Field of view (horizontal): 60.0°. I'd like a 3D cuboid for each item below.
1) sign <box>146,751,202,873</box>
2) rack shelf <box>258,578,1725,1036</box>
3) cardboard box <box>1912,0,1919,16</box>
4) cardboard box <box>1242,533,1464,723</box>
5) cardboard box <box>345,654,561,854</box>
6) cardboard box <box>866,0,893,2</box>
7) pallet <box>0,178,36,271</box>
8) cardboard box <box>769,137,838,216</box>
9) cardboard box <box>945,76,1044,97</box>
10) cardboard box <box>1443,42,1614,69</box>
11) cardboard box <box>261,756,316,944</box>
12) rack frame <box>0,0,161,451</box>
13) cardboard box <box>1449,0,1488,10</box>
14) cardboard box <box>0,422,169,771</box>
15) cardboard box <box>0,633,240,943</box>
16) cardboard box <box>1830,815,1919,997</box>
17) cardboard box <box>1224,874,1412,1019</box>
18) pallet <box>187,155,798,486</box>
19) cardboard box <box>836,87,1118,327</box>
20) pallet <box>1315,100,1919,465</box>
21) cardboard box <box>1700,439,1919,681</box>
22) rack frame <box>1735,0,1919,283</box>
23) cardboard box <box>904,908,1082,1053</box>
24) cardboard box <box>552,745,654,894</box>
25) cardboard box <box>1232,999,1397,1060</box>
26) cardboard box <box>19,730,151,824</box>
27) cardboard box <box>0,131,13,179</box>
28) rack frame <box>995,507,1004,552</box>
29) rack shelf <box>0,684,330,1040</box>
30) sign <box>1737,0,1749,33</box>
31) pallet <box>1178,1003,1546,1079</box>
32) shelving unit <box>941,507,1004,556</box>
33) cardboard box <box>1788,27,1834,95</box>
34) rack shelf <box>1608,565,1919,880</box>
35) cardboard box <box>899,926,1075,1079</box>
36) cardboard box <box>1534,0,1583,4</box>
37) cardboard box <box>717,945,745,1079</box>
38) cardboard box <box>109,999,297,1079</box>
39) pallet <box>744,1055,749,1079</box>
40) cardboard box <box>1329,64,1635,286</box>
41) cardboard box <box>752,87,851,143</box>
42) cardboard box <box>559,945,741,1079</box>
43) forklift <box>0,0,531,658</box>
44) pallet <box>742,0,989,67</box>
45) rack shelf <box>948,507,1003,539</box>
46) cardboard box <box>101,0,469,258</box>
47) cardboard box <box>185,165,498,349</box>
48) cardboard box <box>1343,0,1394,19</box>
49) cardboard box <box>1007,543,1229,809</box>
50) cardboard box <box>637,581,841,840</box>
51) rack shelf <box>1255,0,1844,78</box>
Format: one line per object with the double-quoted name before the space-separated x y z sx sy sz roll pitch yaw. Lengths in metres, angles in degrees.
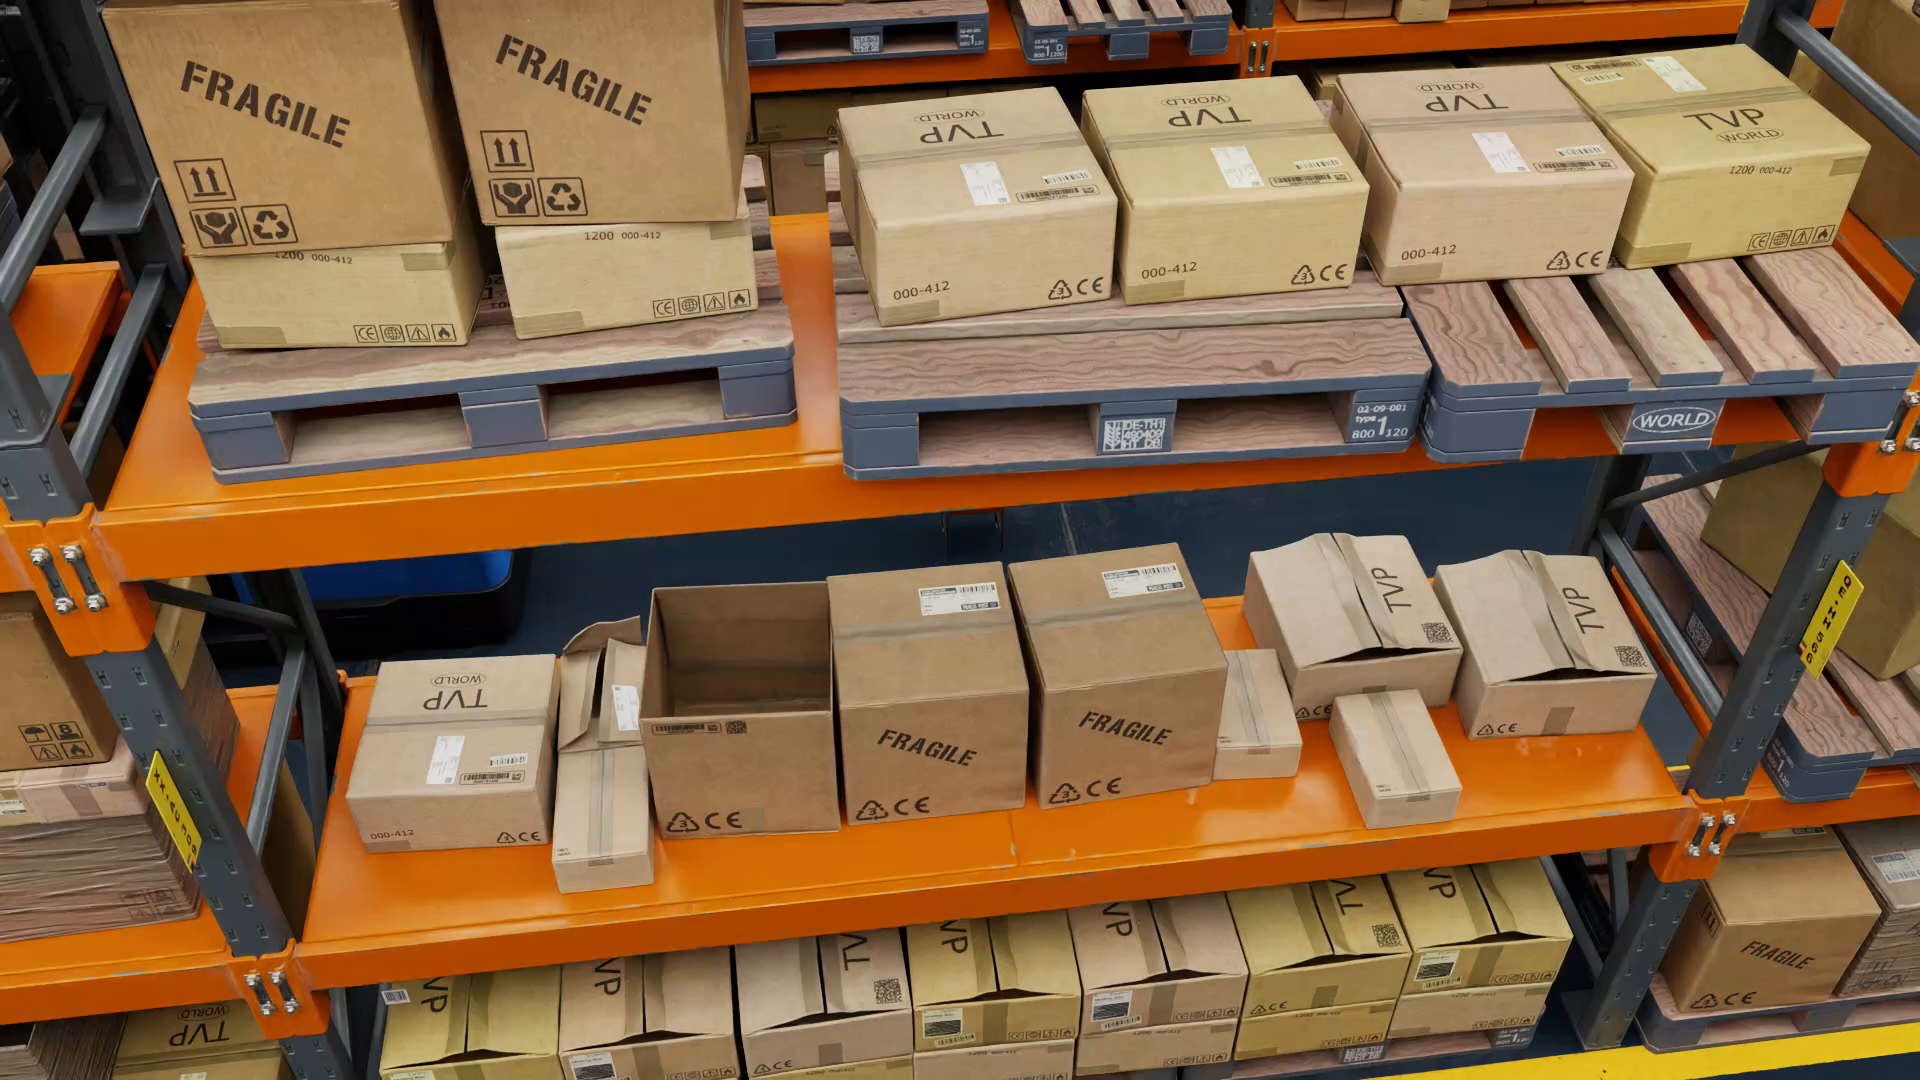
"sign" -1.806 0.628 3.824 0.005 0.325 0.100 -5 42 -6
"rack shelf" 0.104 0.704 4.982 4.000 0.370 1.077 -5 42 -6
"cardboard box" 2.520 -1.293 3.598 0.500 0.500 0.500 -5 42 -6
"cardboard box" 1.175 0.245 5.020 0.500 0.311 0.500 -5 42 -6
"cardboard box" -1.397 0.594 4.679 0.500 0.250 0.500 -3 42 -3
"cardboard box" -0.256 -3.056 8.211 0.500 0.500 0.700 -5 42 -6
"pallet" -2.722 -0.379 3.473 1.213 0.211 1.003 -5 42 -6
"cardboard box" -0.781 -2.085 9.075 0.500 0.500 0.700 -5 42 -5
"cardboard box" 0.160 -2.435 8.903 0.500 0.250 0.500 -4 42 -5
"cardboard box" 3.056 -2.433 9.214 0.750 0.750 0.750 -5 42 -6
"cardboard box" -2.380 1.029 5.264 0.500 0.500 0.500 -5 42 -6
"rack frame" -1.879 -1.617 2.539 0.127 3.000 1.000 -5 42 -6
"cardboard box" 2.556 -2.902 8.616 0.250 0.149 0.380 -5 42 -6
"cardboard box" -2.319 0.134 4.033 0.500 0.500 0.700 -5 42 -5
"cardboard box" -2.319 0.616 4.468 0.500 0.500 0.700 -6 42 -7
"cardboard box" 3.094 1.129 5.512 0.500 0.500 0.500 -6 42 -7
"cardboard box" 1.085 1.178 5.240 0.500 0.311 0.500 -6 42 -6
"pallet" -1.007 -0.518 3.703 1.217 0.209 0.805 -7 42 -7
"cardboard box" 0.024 -0.729 3.593 0.500 0.250 0.500 -8 43 -9
"pallet" 1.425 -0.662 3.861 1.003 0.211 1.213 -3 42 -4
"cardboard box" 2.697 -0.059 4.903 0.500 0.500 0.700 -19 45 -20
"rack frame" 2.087 -1.965 2.925 0.127 3.000 1.000 -5 42 -6
"cardboard box" 0.087 1.263 5.147 0.500 0.311 0.500 -4 42 -4
"cardboard box" -0.974 0.763 4.568 0.250 0.149 0.380 -5 42 -6
"cardboard box" 1.086 1.383 5.432 0.500 0.250 0.500 -5 42 -6
"cardboard box" -2.121 0.498 4.114 0.250 0.149 0.380 -5 42 -6
"cardboard box" -2.413 -0.880 3.469 0.500 0.500 0.500 -2 42 -2
"rack frame" 0.174 -0.405 7.130 0.008 1.050 0.200 -5 42 -6
"rack shelf" -3.863 1.051 4.597 4.000 0.370 1.077 -5 42 -6
"sign" 2.018 -1.403 4.156 0.005 0.325 0.100 -5 42 -6
"pallet" 1.265 1.344 5.817 1.213 0.211 1.003 -5 42 -6
"shelving unit" 0.053 -0.394 7.119 0.252 1.050 0.215 -5 42 -6
"cardboard box" 4.779 -2.589 9.387 0.750 0.750 0.750 -5 42 -5
"rack shelf" 4.070 0.357 5.367 4.000 0.370 1.077 -5 42 -6
"cardboard box" 0.077 1.471 5.334 0.500 0.250 0.500 -4 42 -5
"cardboard box" 3.070 -2.946 8.664 0.250 0.149 0.380 -4 42 -5
"cardboard box" -0.940 1.562 5.234 0.500 0.250 0.500 -4 42 -4
"cardboard box" -2.311 1.661 5.124 0.500 0.250 0.500 -5 42 -6
"pallet" -1.154 1.556 5.582 1.213 0.211 1.003 -5 42 -6
"cardboard box" 1.127 -0.817 3.690 0.500 0.250 0.500 -4 42 -4
"cardboard box" -0.846 -2.356 8.815 0.500 0.250 0.500 -6 42 -7
"cardboard box" -0.940 1.357 5.042 0.500 0.311 0.500 -5 42 -6
"forklift" -3.395 -0.907 6.282 3.031 2.935 1.130 -4 42 -4
"pallet" -0.517 -2.756 8.424 1.213 0.211 1.003 -5 42 -6
"rack shelf" 0.053 -0.180 7.312 0.240 0.259 0.215 -5 42 -6
"cardboard box" -1.263 -0.909 3.233 0.500 0.500 0.500 -5 42 -5
"cardboard box" -1.267 -0.651 3.506 0.500 0.250 0.500 -1 42 -1
"cardboard box" 2.048 -2.831 8.537 0.250 0.149 0.380 -4 42 -5
"cardboard box" 0.425 0.383 4.727 0.500 0.500 0.500 -7 43 -8
"cardboard box" -0.593 0.472 4.628 0.500 0.500 0.500 -2 42 -2
"rack shelf" 3.424 -2.933 9.014 4.000 0.370 1.077 -5 42 -6
